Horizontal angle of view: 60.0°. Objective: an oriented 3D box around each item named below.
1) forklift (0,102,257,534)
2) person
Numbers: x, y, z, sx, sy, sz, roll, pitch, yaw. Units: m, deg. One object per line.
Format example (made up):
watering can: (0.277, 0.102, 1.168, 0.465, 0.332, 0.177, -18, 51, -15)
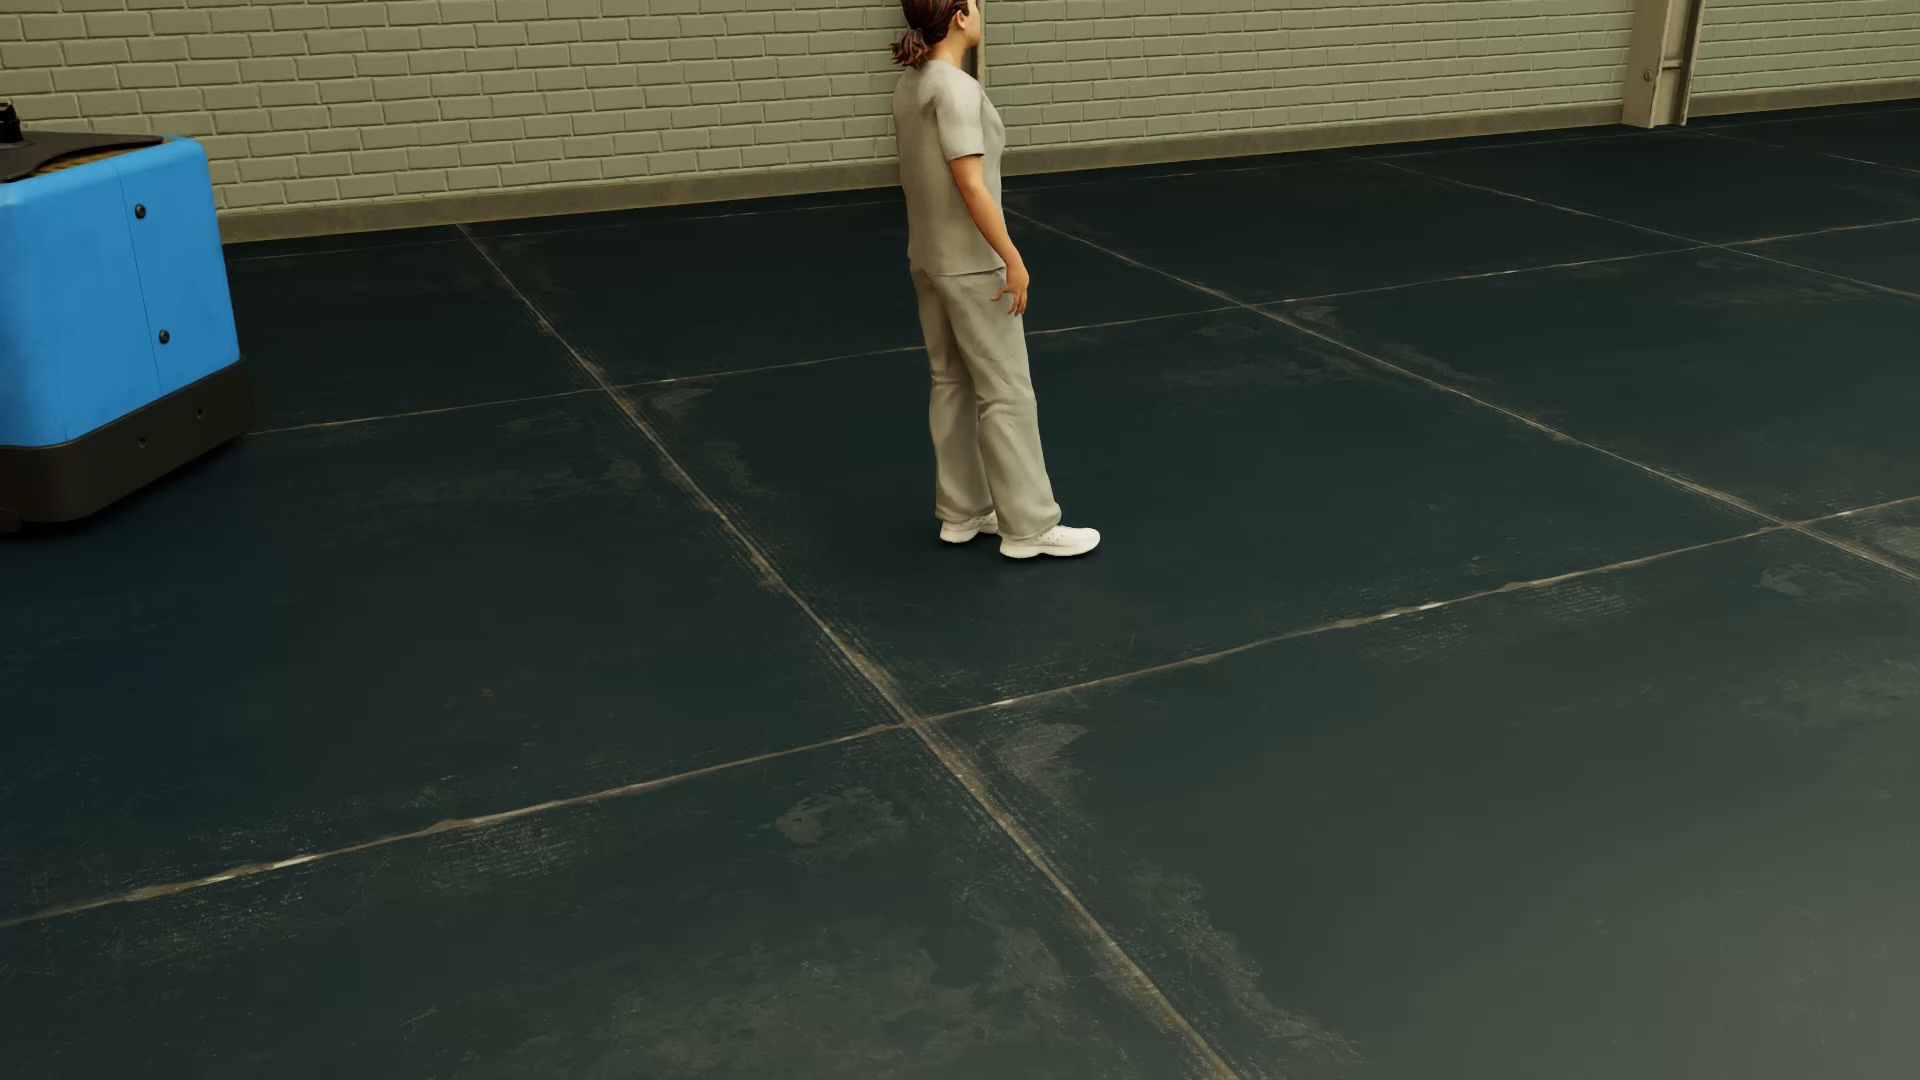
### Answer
forklift: (-4.070, -1.638, 5.230, 3.031, 2.935, 1.130, 4, 23, 10)
person: (0.073, -0.788, 4.800, 0.548, 1.673, 0.549, -10, 25, -23)
